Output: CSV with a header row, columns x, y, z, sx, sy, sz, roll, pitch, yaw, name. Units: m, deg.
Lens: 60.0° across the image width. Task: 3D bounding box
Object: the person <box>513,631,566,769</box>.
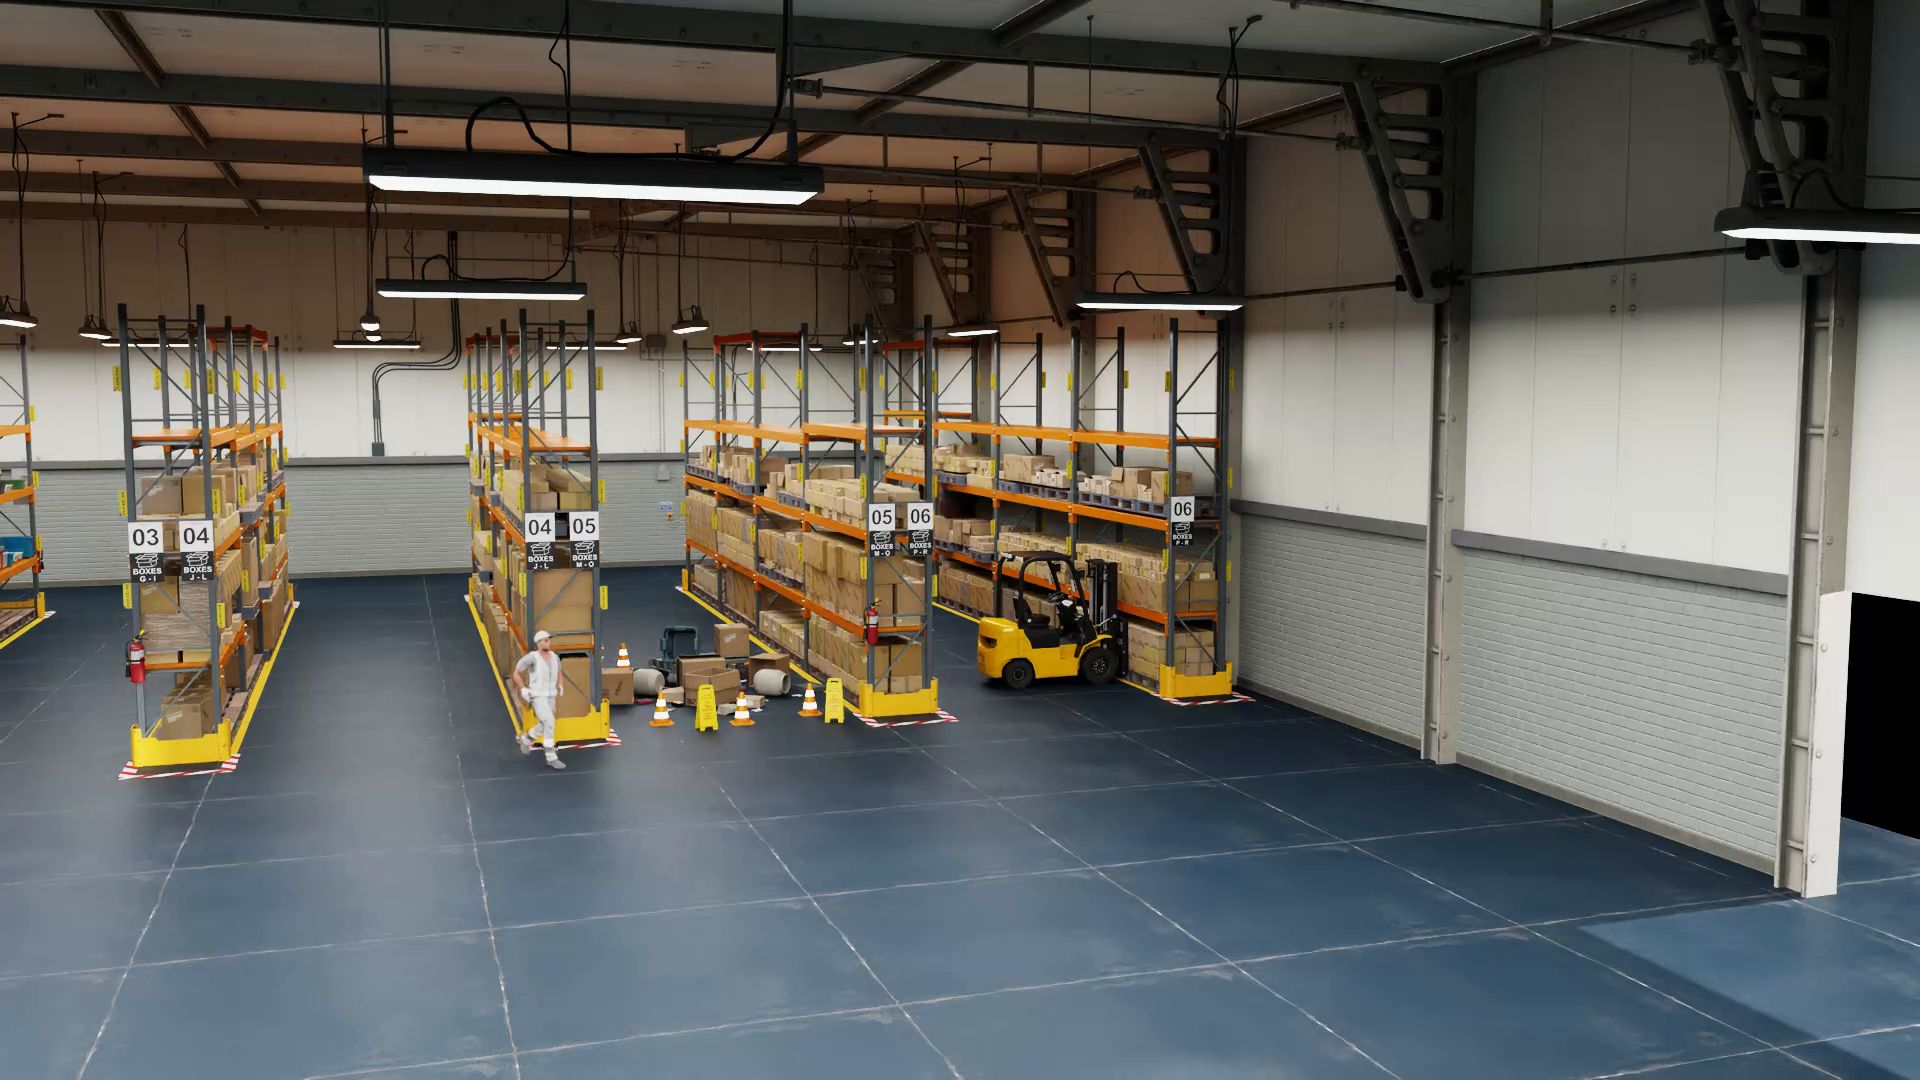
x,y,z,sx,sy,sz,roll,pitch,yaw,name
-5.472,2.066,21.793,0.906,1.771,0.671,4,7,34,person
